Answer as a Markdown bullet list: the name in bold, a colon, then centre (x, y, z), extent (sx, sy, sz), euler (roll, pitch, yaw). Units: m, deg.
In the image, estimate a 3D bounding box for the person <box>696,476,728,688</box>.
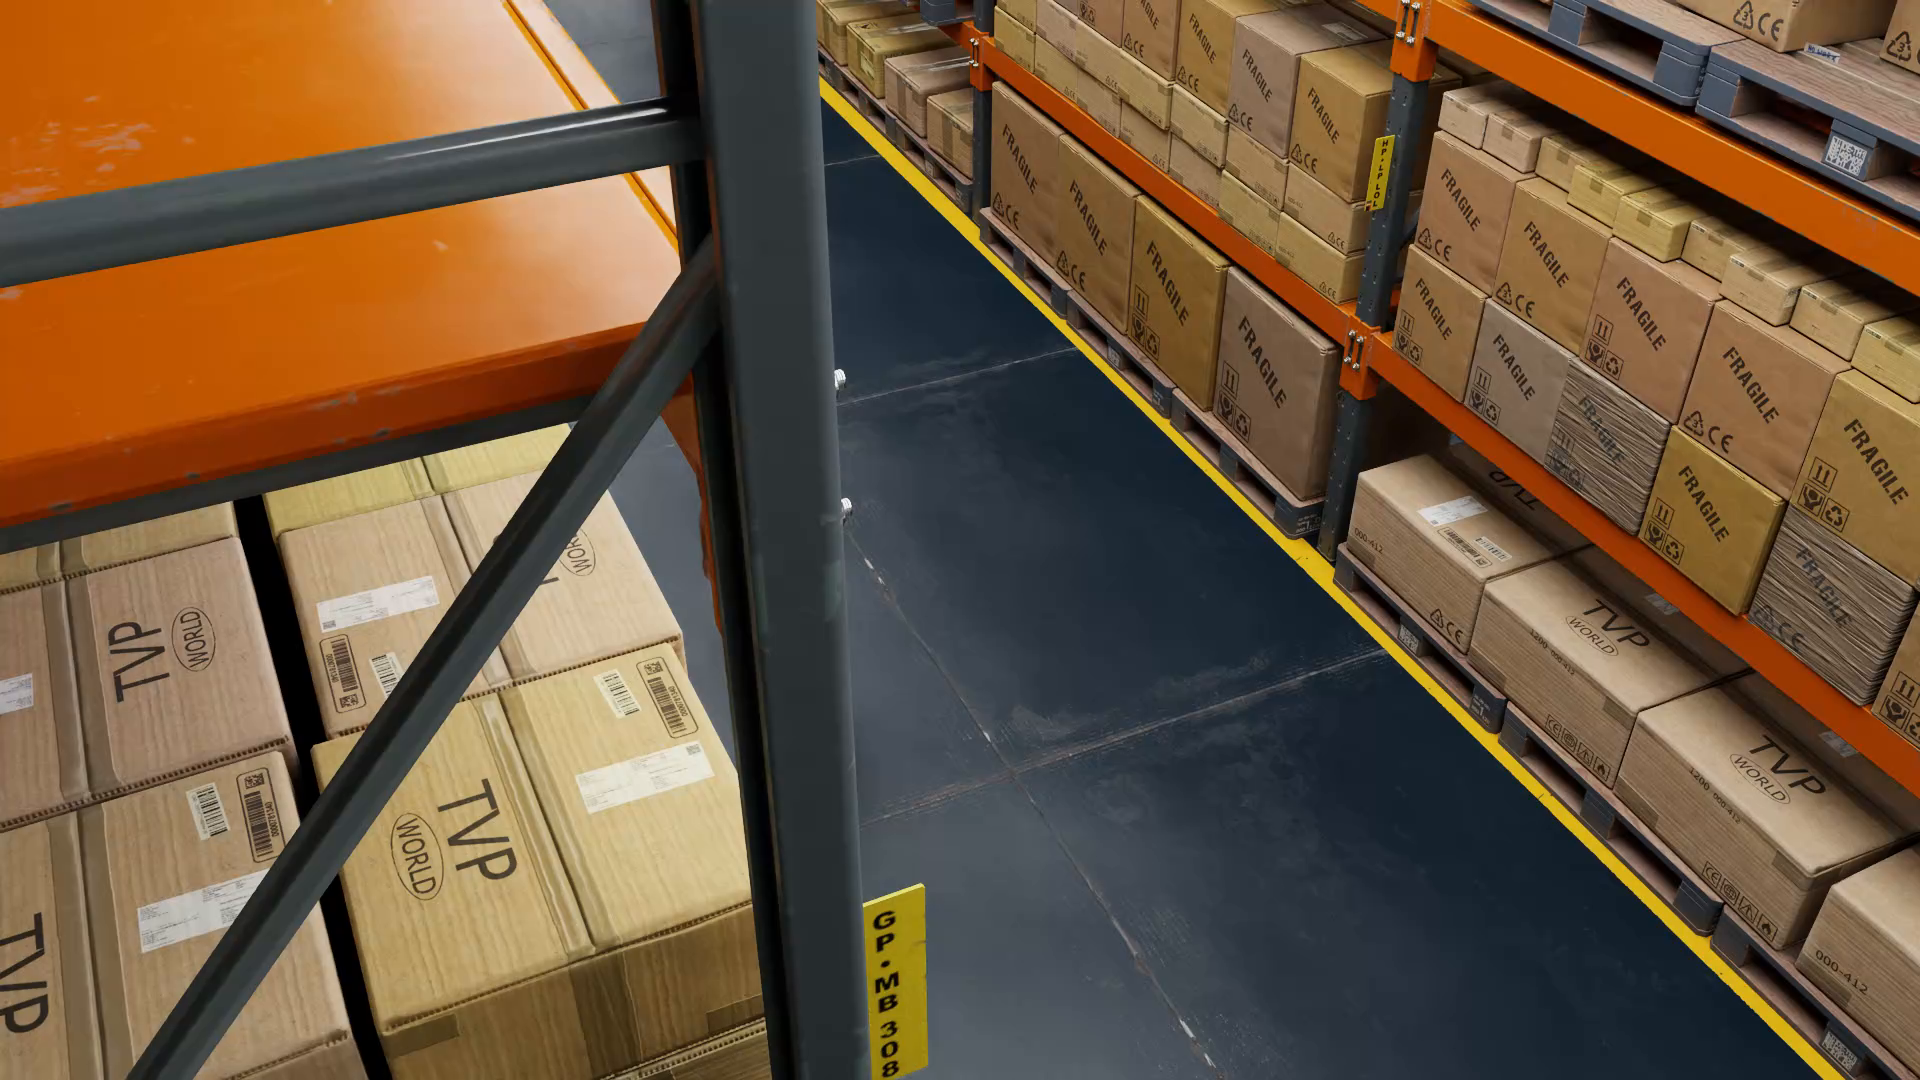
- **person**: centre (-0.798, -0.014, 6.886), extent (0.597, 1.725, 0.401), euler (-18, 41, -22)
